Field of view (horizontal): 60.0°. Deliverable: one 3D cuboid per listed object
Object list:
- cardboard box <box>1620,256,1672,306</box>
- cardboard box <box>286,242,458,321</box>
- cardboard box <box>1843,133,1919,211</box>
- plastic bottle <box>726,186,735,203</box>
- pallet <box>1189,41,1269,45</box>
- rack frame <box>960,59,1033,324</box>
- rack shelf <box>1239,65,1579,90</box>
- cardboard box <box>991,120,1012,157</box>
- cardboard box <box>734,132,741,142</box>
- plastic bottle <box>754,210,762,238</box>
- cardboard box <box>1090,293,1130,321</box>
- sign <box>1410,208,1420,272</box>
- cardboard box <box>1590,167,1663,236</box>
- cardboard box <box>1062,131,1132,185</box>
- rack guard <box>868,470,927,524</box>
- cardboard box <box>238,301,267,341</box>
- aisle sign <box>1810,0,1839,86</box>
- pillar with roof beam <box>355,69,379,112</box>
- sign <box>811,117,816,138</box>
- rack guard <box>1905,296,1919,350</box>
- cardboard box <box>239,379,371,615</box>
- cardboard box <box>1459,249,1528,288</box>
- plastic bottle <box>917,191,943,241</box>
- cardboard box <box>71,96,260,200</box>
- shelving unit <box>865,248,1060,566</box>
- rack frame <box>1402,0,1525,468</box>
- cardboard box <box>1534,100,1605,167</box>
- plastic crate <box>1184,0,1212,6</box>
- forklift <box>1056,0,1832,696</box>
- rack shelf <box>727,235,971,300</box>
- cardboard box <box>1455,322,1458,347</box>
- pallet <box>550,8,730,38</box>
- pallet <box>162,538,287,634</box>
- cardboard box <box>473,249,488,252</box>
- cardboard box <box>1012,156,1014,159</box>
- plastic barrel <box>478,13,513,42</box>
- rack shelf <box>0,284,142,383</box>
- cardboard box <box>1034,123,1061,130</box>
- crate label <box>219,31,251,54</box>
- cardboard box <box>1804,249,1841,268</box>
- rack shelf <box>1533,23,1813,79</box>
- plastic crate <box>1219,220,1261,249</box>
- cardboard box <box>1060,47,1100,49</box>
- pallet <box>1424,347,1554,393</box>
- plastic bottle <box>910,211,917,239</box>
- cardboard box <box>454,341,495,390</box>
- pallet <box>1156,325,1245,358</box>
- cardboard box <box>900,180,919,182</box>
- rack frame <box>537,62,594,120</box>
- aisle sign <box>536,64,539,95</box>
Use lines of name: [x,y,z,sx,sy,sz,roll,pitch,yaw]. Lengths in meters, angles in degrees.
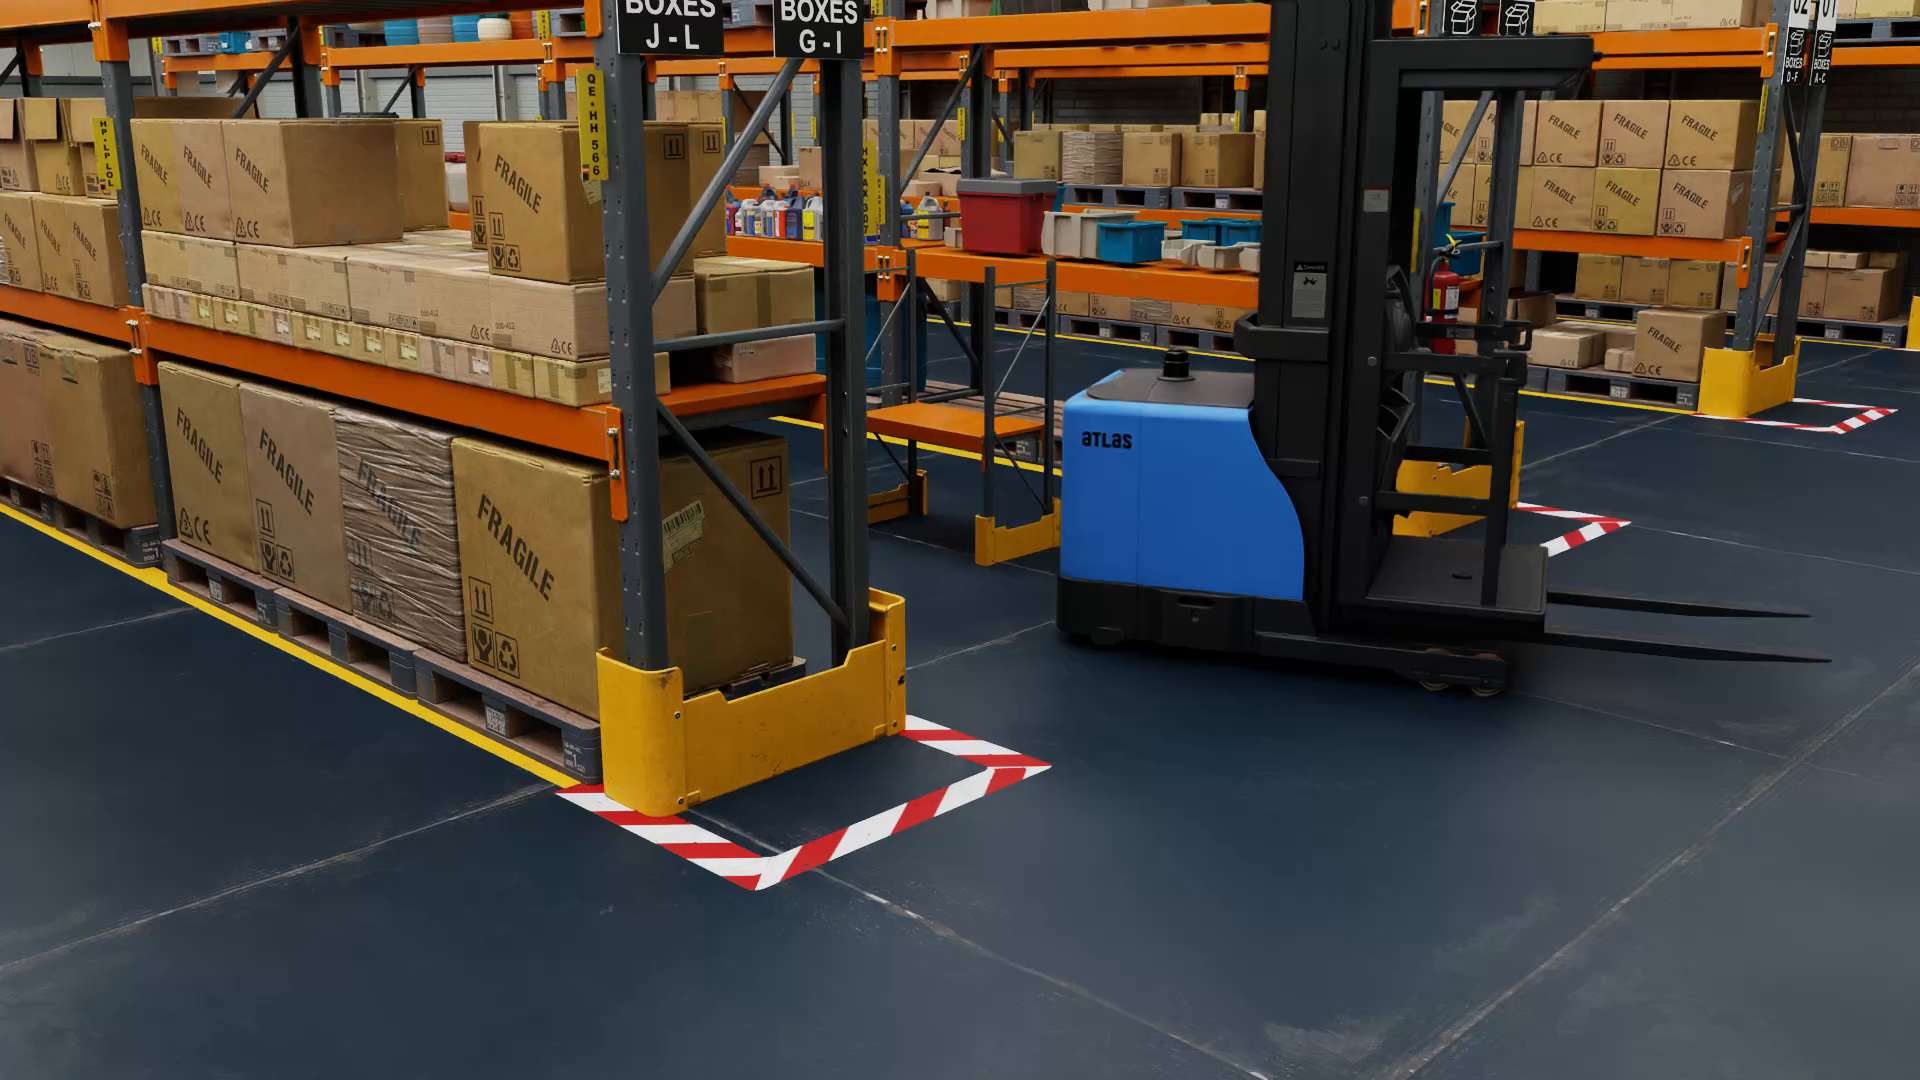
cardboard box: [7.539,-2.829,17.966,0.500,0.500,0.700,13,20,42]
cardboard box: [-2.365,-1.053,6.730,0.500,0.250,0.500,14,20,42]
cardboard box: [9.218,-3.606,16.228,0.980,0.700,0.700,-13,20,-42]
plastic bottle: [-1.837,-2.597,13.047,0.185,0.351,0.144,14,20,42]
pallet: [2.856,-4.661,15.296,1.003,0.211,1.213,14,20,42]
rack frame: [0.397,-3.874,17.850,0.127,3.000,1.000,14,20,42]
rack shelf: [5.273,-5.527,19.673,4.000,0.370,1.077,14,20,42]
cardboard box: [0.398,-5.800,24.014,0.500,0.500,0.500,14,20,42]
cardboard box: [-2.827,-4.945,20.476,0.250,0.149,0.380,14,20,42]
plastic bottle: [-1.498,-2.381,12.513,0.097,0.201,0.097,0,15,0]
cardboard box: [1.644,-2.476,16.570,0.500,0.500,0.500,13,19,40]
sign: [2.345,-1.552,8.614,0.005,0.325,0.100,14,20,42]
cardboard box: [5.269,-2.641,12.921,0.500,0.500,0.500,14,20,43]
cardboard box: [1.455,-3.841,16.693,0.700,0.500,0.500,-10,18,-34]
rack guard: [-0.413,-0.221,9.286,0.087,0.250,0.587,14,20,42]
cardboard box: [-2.866,-0.960,7.166,0.250,0.149,0.380,13,20,41]
aisle sign: [6.409,-3.773,12.308,0.004,0.787,0.394,14,20,42]
pillar with roof beam: [-16.768,-11.480,35.144,0.400,9.000,9.100,14,20,42]
sign: [-2.303,-6.494,26.190,0.005,0.325,0.100,14,20,42]
rack guard: [9.609,-2.160,16.229,0.348,0.500,1.175,14,20,42]
cardboard box: [-2.535,-0.264,7.376,0.875,0.875,0.875,14,20,42]
cardboard box: [6.154,-3.327,19.181,0.750,0.750,0.750,14,20,43]
plastic bottle: [-0.222,-2.379,12.211,0.185,0.351,0.144,14,20,42]
cardboard box: [-4.068,-2.020,8.549,0.637,0.503,0.797,13,19,41]
shelving unit: [-0.055,-0.739,8.794,1.083,1.500,0.587,14,20,42]
rack frame: [2.715,-1.575,9.029,0.127,3.000,1.000,14,20,42]
cardboard box: [4.904,-3.212,13.129,0.500,0.500,0.500,-14,20,-43]
plastic crate: [1.334,-3.413,10.369,0.530,0.282,0.437,14,20,42]
forklift: [1.989,-0.954,6.779,3.031,2.935,1.130,5,15,19]
rack shelf: [-1.604,-2.277,13.149,4.000,0.370,1.077,14,20,42]
cardboard box: [4.424,-1.906,14.758,0.500,0.311,0.500,14,20,42]
pallet: [-2.561,-4.184,13.466,1.213,0.211,1.003,14,20,42]
pallet: [-3.109,0.120,8.051,1.213,0.211,1.003,14,20,42]
cardboard box: [-1.619,-1.059,6.755,0.500,0.250,0.500,13,19,40]
cardboard box: [0.764,-5.532,24.472,0.500,0.250,0.500,14,20,43]
plastic barrel: [-4.121,-4.540,14.733,0.301,0.262,0.301,0,15,0]
rack shelf: [-5.042,-1.378,9.699,4.000,0.370,1.077,14,20,42]
cardboard box: [1.296,-5.640,23.556,0.500,0.500,0.700,14,20,42]
crate label: [-7.685,-5.367,17.929,0.408,0.251,0.502,14,20,42]
cardboard box: [8.615,-2.819,16.641,0.380,0.149,0.250,-14,20,-43]
rack shelf: [4.716,-3.927,13.533,4.000,0.370,1.077,14,20,42]
plastic crate: [1.818,-1.857,10.322,0.300,0.233,0.416,14,20,42]
cardboard box: [1.476,-5.123,16.498,0.500,0.500,0.910,14,20,42]
pallet: [4.653,-1.490,14.234,1.213,0.211,1.003,14,20,42]
plastic bottle: [-0.324,-2.361,12.438,0.097,0.201,0.097,0,15,0]
cardboard box: [-1.577,-0.647,5.963,0.250,0.149,0.380,14,20,42]
pallet: [2.665,-1.960,16.035,1.213,0.211,1.003,14,20,42]
cardboard box: [-0.560,-3.965,18.699,0.380,0.149,0.250,-13,19,-40]
rack frame: [-5.362,-5.274,23.224,0.127,3.000,1.000,14,20,42]
aisle sign: [-5.622,-6.488,22.726,0.004,0.787,0.394,14,20,42]
